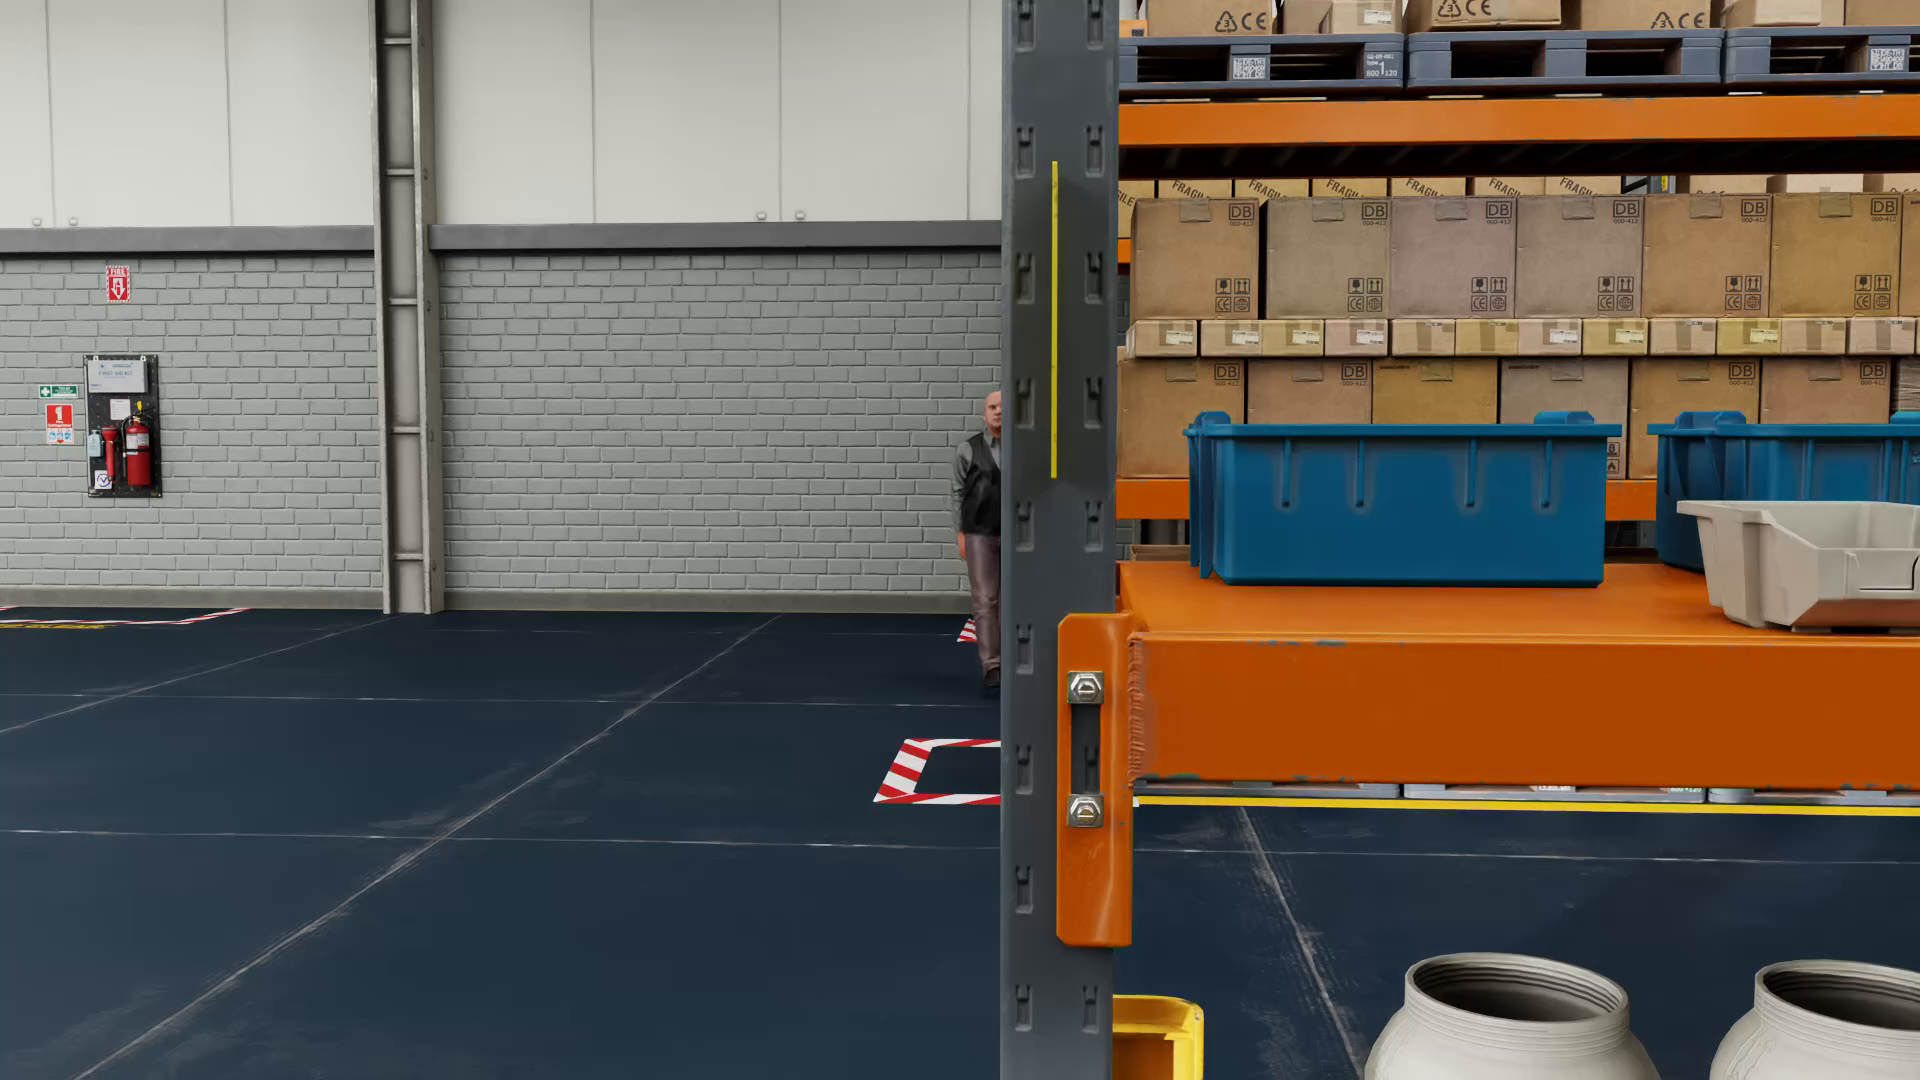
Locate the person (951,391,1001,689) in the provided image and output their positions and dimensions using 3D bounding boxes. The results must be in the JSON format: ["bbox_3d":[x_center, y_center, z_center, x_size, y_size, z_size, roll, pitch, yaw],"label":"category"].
[{"bbox_3d":[0.263,-0.011,9.528,0.533,1.679,0.927,-1,4,-14],"label":"person"}]
